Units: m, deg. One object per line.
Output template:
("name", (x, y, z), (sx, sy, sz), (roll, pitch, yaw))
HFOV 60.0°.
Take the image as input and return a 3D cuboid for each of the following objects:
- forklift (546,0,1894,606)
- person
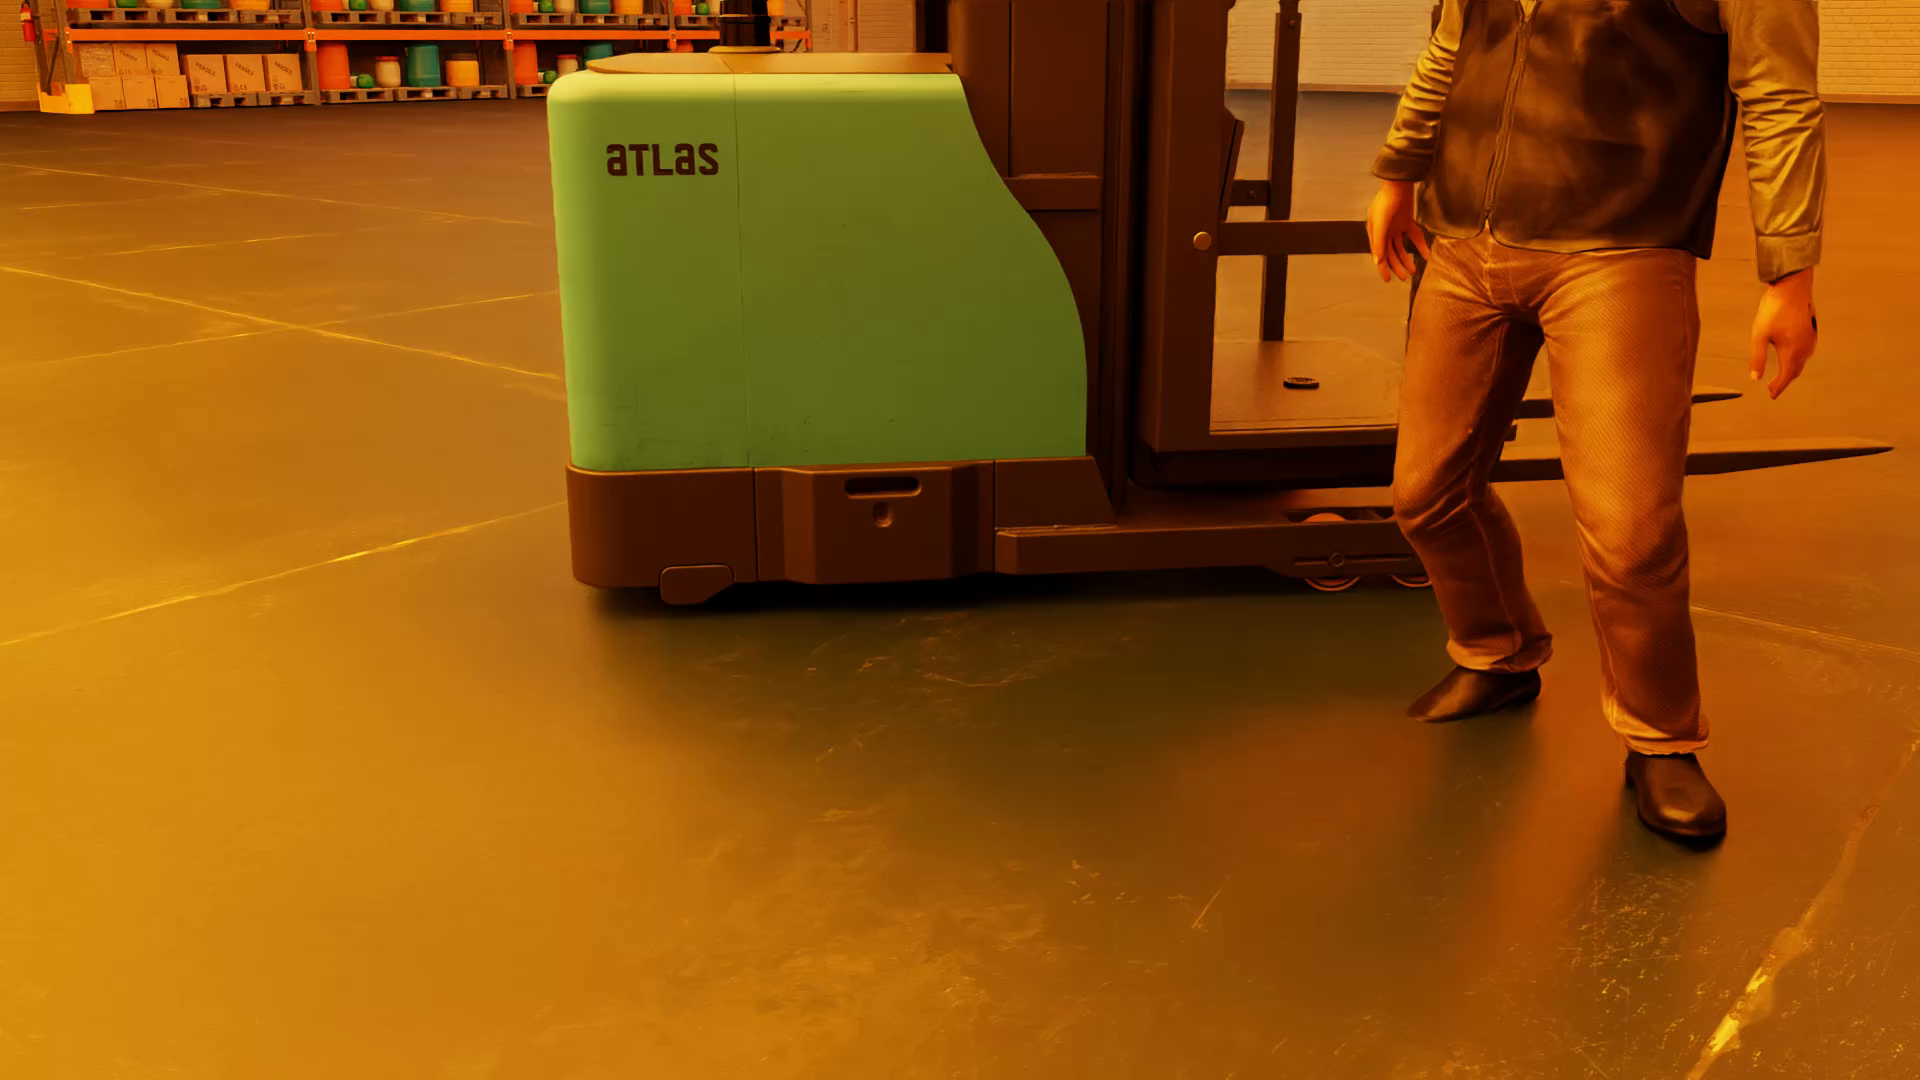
("forklift", (0.641, -1.442, 3.646), (3.031, 2.935, 1.130), (-2, 17, -7))
("person", (0.942, -0.435, 2.588), (0.433, 1.696, 0.846), (-11, 20, -32))
